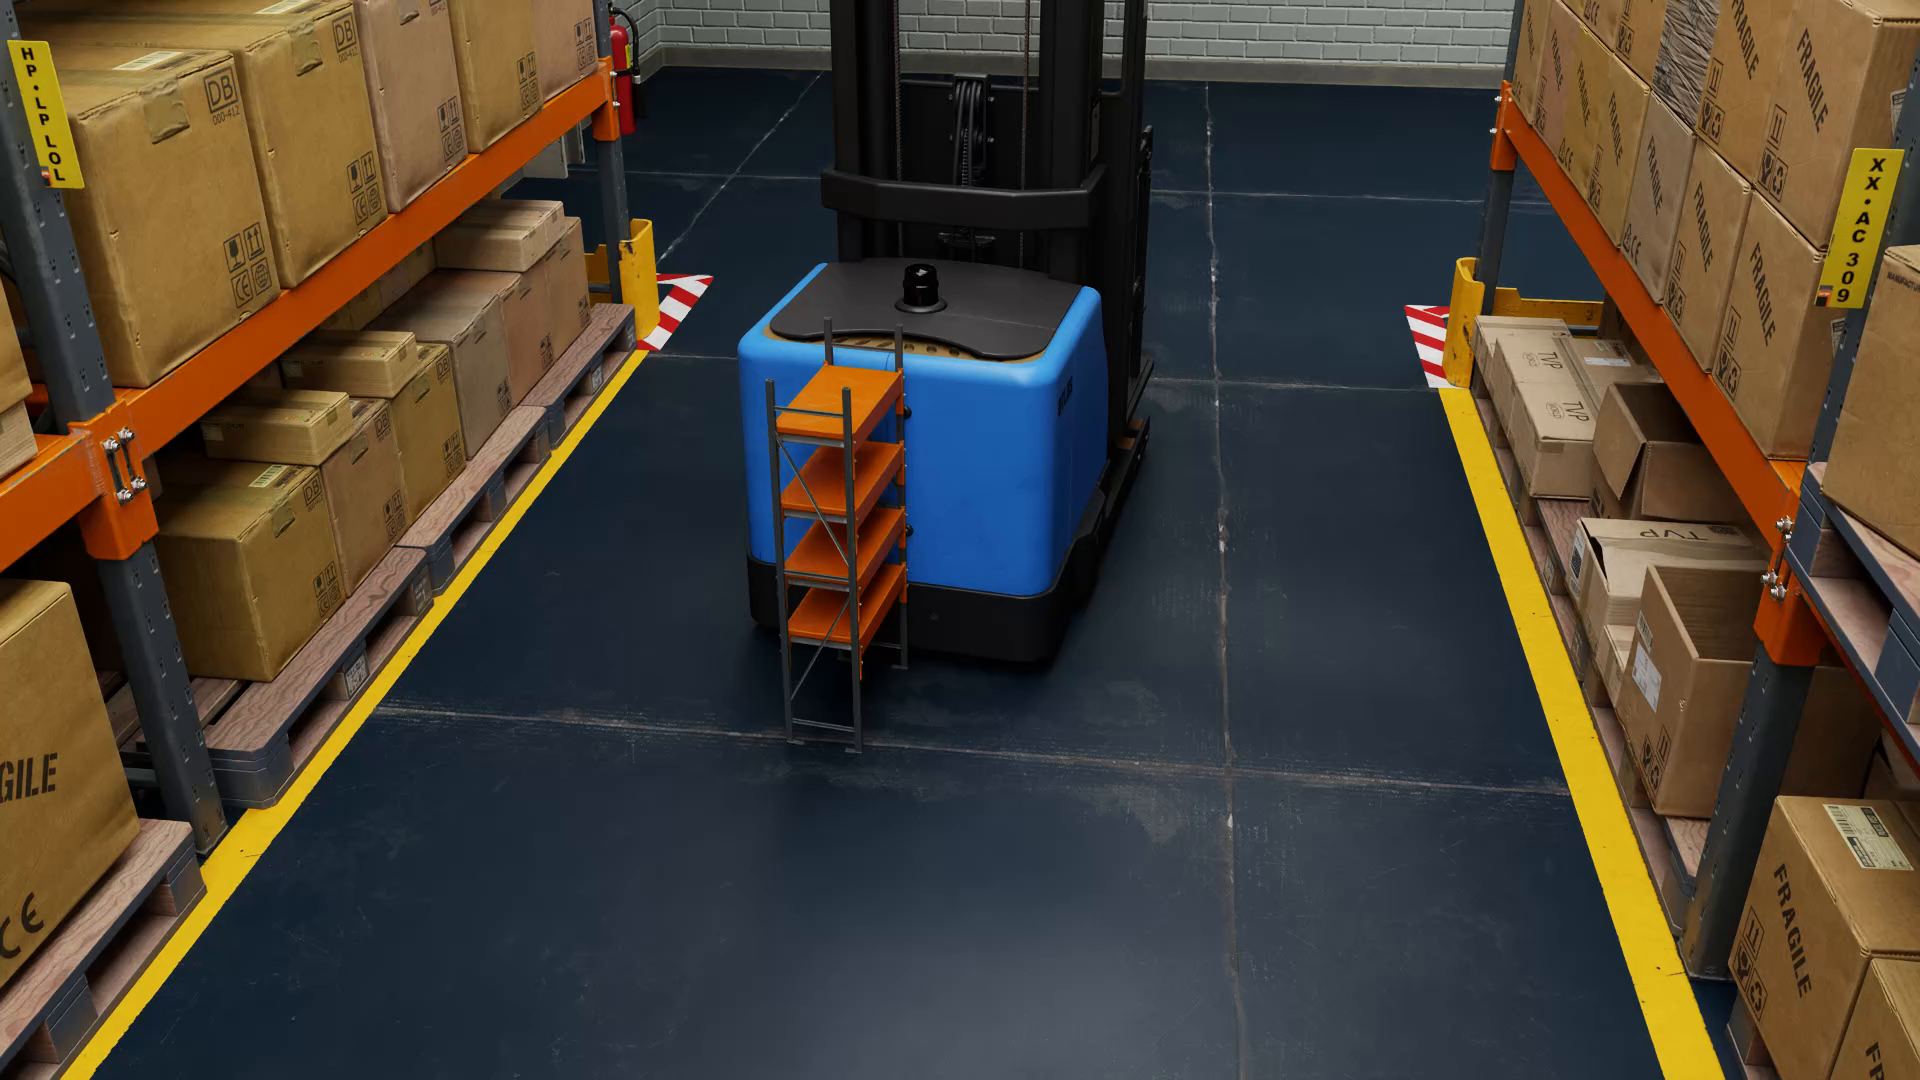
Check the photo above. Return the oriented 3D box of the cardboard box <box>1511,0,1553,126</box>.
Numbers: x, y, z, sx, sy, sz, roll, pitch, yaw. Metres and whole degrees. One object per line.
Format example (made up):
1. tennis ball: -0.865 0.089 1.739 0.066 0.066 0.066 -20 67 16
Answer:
1. cardboard box: 2.513 -1.944 6.590 0.500 0.500 0.500 4 29 7

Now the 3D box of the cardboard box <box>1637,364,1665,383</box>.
1. cardboard box: 2.868 -0.584 6.695 0.380 0.166 0.250 3 28 6

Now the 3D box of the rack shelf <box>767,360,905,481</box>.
1. rack shelf: -0.350 -0.352 4.810 0.258 0.148 0.480 7 29 13

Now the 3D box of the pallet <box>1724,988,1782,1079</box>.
1. pallet: 2.277 1.402 3.425 1.003 0.211 1.213 3 28 6

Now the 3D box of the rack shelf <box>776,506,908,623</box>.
1. rack shelf: -0.350 0.053 5.028 0.258 0.148 0.480 7 29 13

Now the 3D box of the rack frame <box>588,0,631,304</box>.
1. rack frame: -2.087 -2.380 7.505 1.000 3.000 0.127 3 28 6

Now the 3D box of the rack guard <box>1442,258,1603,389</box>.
1. rack guard: 2.820 -0.957 7.500 1.175 0.500 0.348 3 28 6

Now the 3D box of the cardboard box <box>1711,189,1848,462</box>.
1. cardboard box: 2.146 -0.505 3.919 0.500 0.500 0.500 4 29 7

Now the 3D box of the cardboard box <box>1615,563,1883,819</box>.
1. cardboard box: 2.128 0.411 4.495 0.500 0.500 0.500 3 28 6

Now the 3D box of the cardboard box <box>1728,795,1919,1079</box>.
1. cardboard box: 2.038 0.910 3.571 0.500 0.500 0.500 2 28 4

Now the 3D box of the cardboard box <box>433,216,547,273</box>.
1. cardboard box: -1.939 -1.223 6.866 0.380 0.149 0.250 4 29 8

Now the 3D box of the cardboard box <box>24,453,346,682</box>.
1. cardboard box: -2.384 0.073 5.145 0.700 0.500 0.500 4 29 7

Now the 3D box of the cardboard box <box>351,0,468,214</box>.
1. cardboard box: -2.321 -1.570 5.685 0.980 0.700 0.700 2 28 4

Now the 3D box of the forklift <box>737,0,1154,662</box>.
1. forklift: 0.161 -1.579 6.090 1.130 2.935 3.031 7 29 13

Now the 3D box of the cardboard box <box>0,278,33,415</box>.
1. cardboard box: -2.384 -0.449 3.480 0.500 0.500 0.500 3 28 5

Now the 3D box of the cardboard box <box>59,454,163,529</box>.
1. cardboard box: -2.599 -0.156 4.886 0.380 0.149 0.250 3 28 6

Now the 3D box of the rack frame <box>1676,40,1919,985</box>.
1. rack frame: 2.339 -0.211 3.479 1.000 3.000 0.127 3 28 6

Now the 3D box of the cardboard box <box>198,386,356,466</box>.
1. cardboard box: -2.161 -0.363 5.271 0.380 0.149 0.250 4 29 8

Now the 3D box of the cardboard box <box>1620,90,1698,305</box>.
1. cardboard box: 2.268 -0.990 4.819 0.500 0.500 0.500 4 29 7

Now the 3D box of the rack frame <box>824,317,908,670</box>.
1. rack frame: -0.287 -0.118 5.204 0.240 1.200 0.015 7 29 13

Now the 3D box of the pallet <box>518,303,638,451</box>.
1. pallet: -2.108 -0.771 7.459 1.003 0.211 1.213 3 28 6

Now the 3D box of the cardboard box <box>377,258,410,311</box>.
1. cardboard box: -2.380 -1.009 6.469 0.380 0.149 0.250 4 29 7

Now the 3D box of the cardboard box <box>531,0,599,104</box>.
1. cardboard box: -2.140 -2.271 6.987 0.980 0.700 0.700 5 29 9

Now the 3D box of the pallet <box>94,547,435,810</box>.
1. pallet: -2.407 0.377 5.327 1.003 0.211 1.213 3 28 6

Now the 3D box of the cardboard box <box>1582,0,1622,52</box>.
1. cardboard box: 2.391 -1.903 5.459 0.500 0.500 0.500 4 29 7

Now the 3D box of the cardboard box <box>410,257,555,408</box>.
1. cardboard box: -2.135 -0.893 6.938 0.700 0.500 0.500 3 28 6

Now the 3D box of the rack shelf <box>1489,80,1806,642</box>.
1. rack shelf: 2.584 -0.835 5.397 1.077 0.370 4.000 3 28 6

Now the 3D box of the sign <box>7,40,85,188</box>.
1. sign: -2.038 -0.945 3.704 0.100 0.325 0.005 3 28 6

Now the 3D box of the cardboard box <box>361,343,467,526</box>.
1. cardboard box: -2.254 -0.405 6.032 0.700 0.500 0.500 4 29 7

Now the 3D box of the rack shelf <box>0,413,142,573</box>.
1. rack shelf: -2.823 0.761 2.433 1.077 0.370 4.000 3 28 6

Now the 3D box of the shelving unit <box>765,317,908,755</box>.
1. shelving unit: -0.350 -0.006 4.996 0.258 1.200 0.503 7 29 13

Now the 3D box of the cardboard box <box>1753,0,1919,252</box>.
1. cardboard box: 2.144 -0.948 3.687 0.500 0.500 0.500 3 29 6

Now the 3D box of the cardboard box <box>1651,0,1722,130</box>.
1. cardboard box: 2.266 -1.427 4.576 0.500 0.500 0.500 4 29 7

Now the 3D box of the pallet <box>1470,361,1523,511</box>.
1. pallet: 2.723 -0.455 6.872 1.003 0.211 1.213 3 28 6

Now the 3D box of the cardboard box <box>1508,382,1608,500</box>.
1. cardboard box: 2.359 -0.367 6.203 0.500 0.250 0.500 3 28 6

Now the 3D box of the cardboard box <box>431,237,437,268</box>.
1. cardboard box: -2.318 -1.246 6.910 0.380 0.149 0.250 3 29 6

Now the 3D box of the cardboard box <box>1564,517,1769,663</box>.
1. cardboard box: 2.219 0.142 5.196 0.500 0.311 0.500 3 28 6

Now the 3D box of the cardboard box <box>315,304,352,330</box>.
1. cardboard box: -2.442 -0.769 6.023 0.380 0.149 0.250 3 28 5

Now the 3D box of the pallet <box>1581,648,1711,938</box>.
1. pallet: 2.424 0.694 4.740 1.003 0.211 1.213 3 28 6

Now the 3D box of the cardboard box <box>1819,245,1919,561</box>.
1. cardboard box: 2.059 -0.230 2.965 0.700 0.500 0.500 -6 29 -11

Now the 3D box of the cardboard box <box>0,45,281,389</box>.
1. cardboard box: -2.495 -0.883 4.411 0.980 0.700 0.700 4 29 7

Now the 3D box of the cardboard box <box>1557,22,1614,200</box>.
1. cardboard box: 2.391 -1.465 5.701 0.500 0.500 0.500 3 28 6

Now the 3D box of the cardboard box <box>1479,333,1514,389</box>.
1. cardboard box: 2.406 -0.745 6.994 0.380 0.166 0.250 3 28 6
